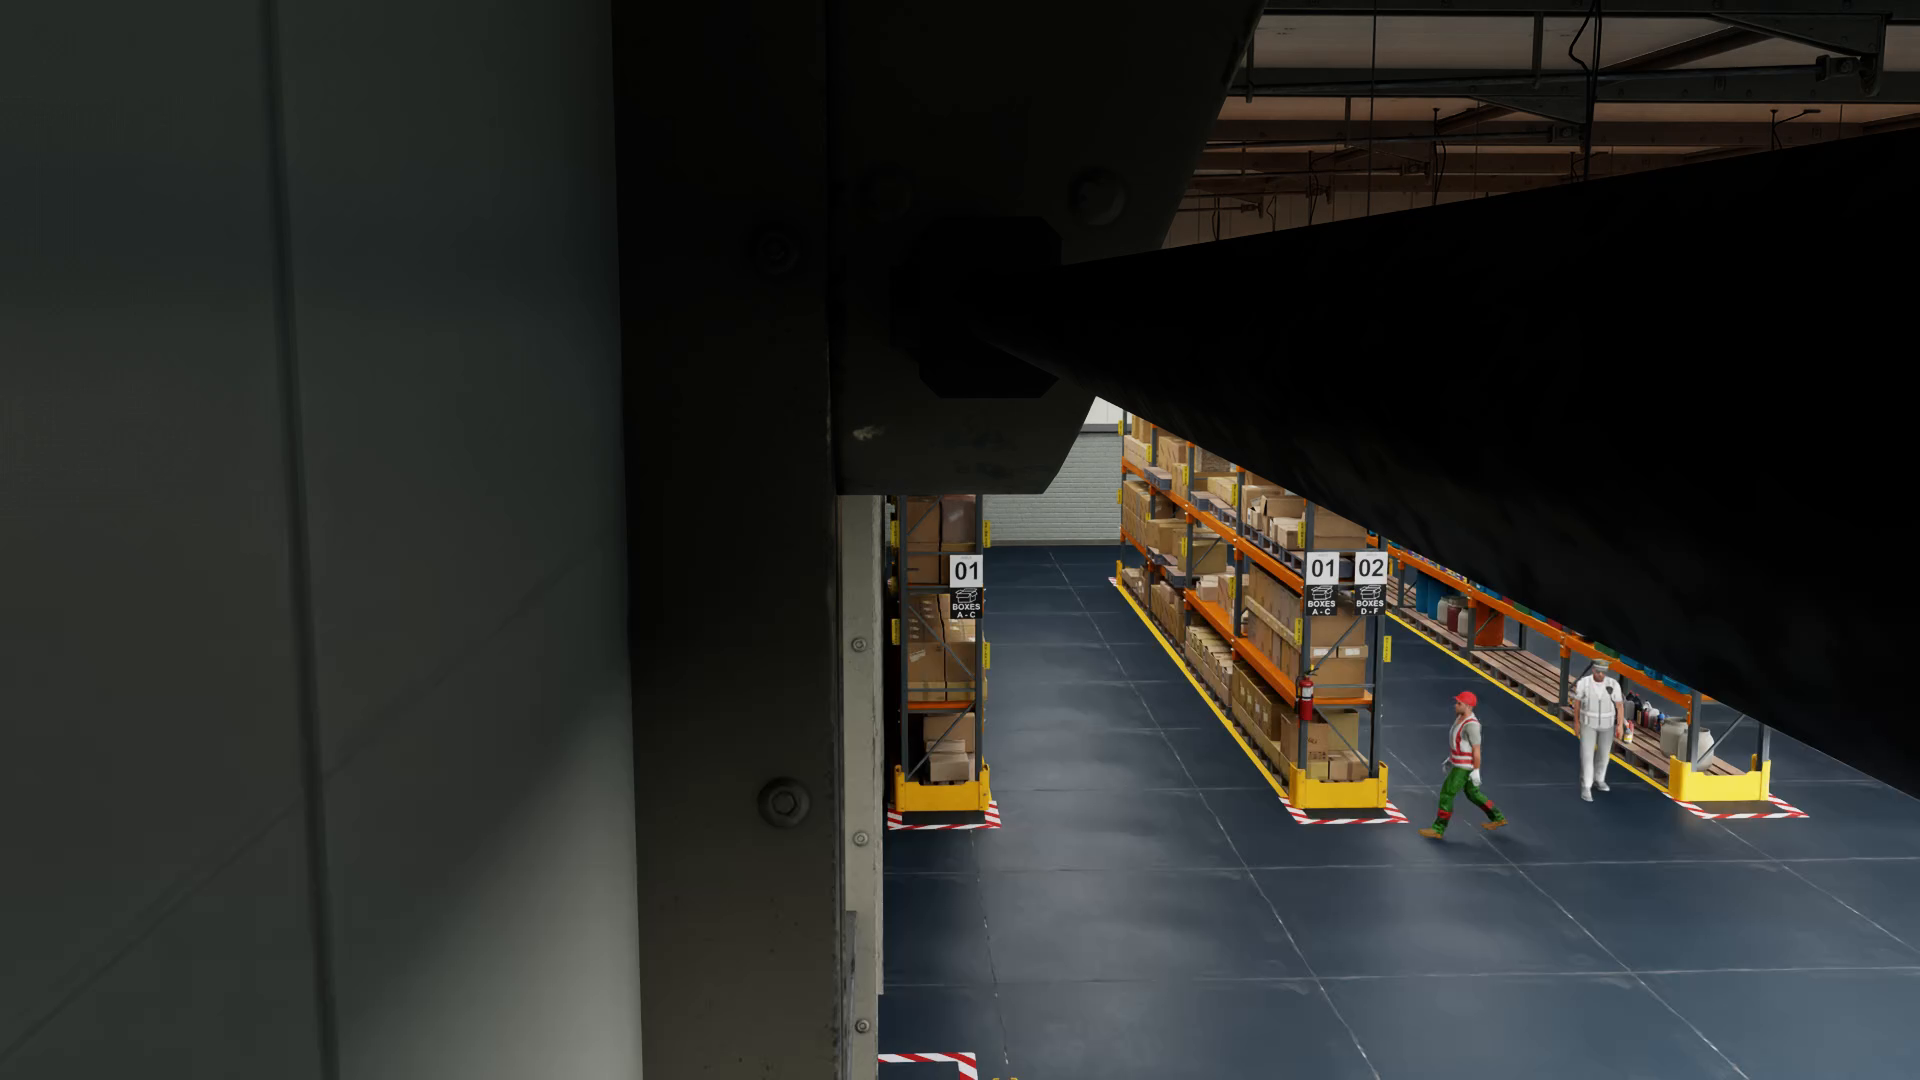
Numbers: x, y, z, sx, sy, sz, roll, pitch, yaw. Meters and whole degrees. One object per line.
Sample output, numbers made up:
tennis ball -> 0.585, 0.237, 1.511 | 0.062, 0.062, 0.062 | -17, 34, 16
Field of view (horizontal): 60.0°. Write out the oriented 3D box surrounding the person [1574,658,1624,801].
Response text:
person -> 8.107, 2.378, 21.108 | 0.578, 1.761, 0.673 | 2, 9, 13

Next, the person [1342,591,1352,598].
person -> 7.165, 0.920, 31.170 | 0.747, 1.666, 0.696 | 1, 8, 6

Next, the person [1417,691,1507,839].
person -> 5.890, 2.621, 19.392 | 1.075, 1.747, 0.528 | 0, 8, 2
